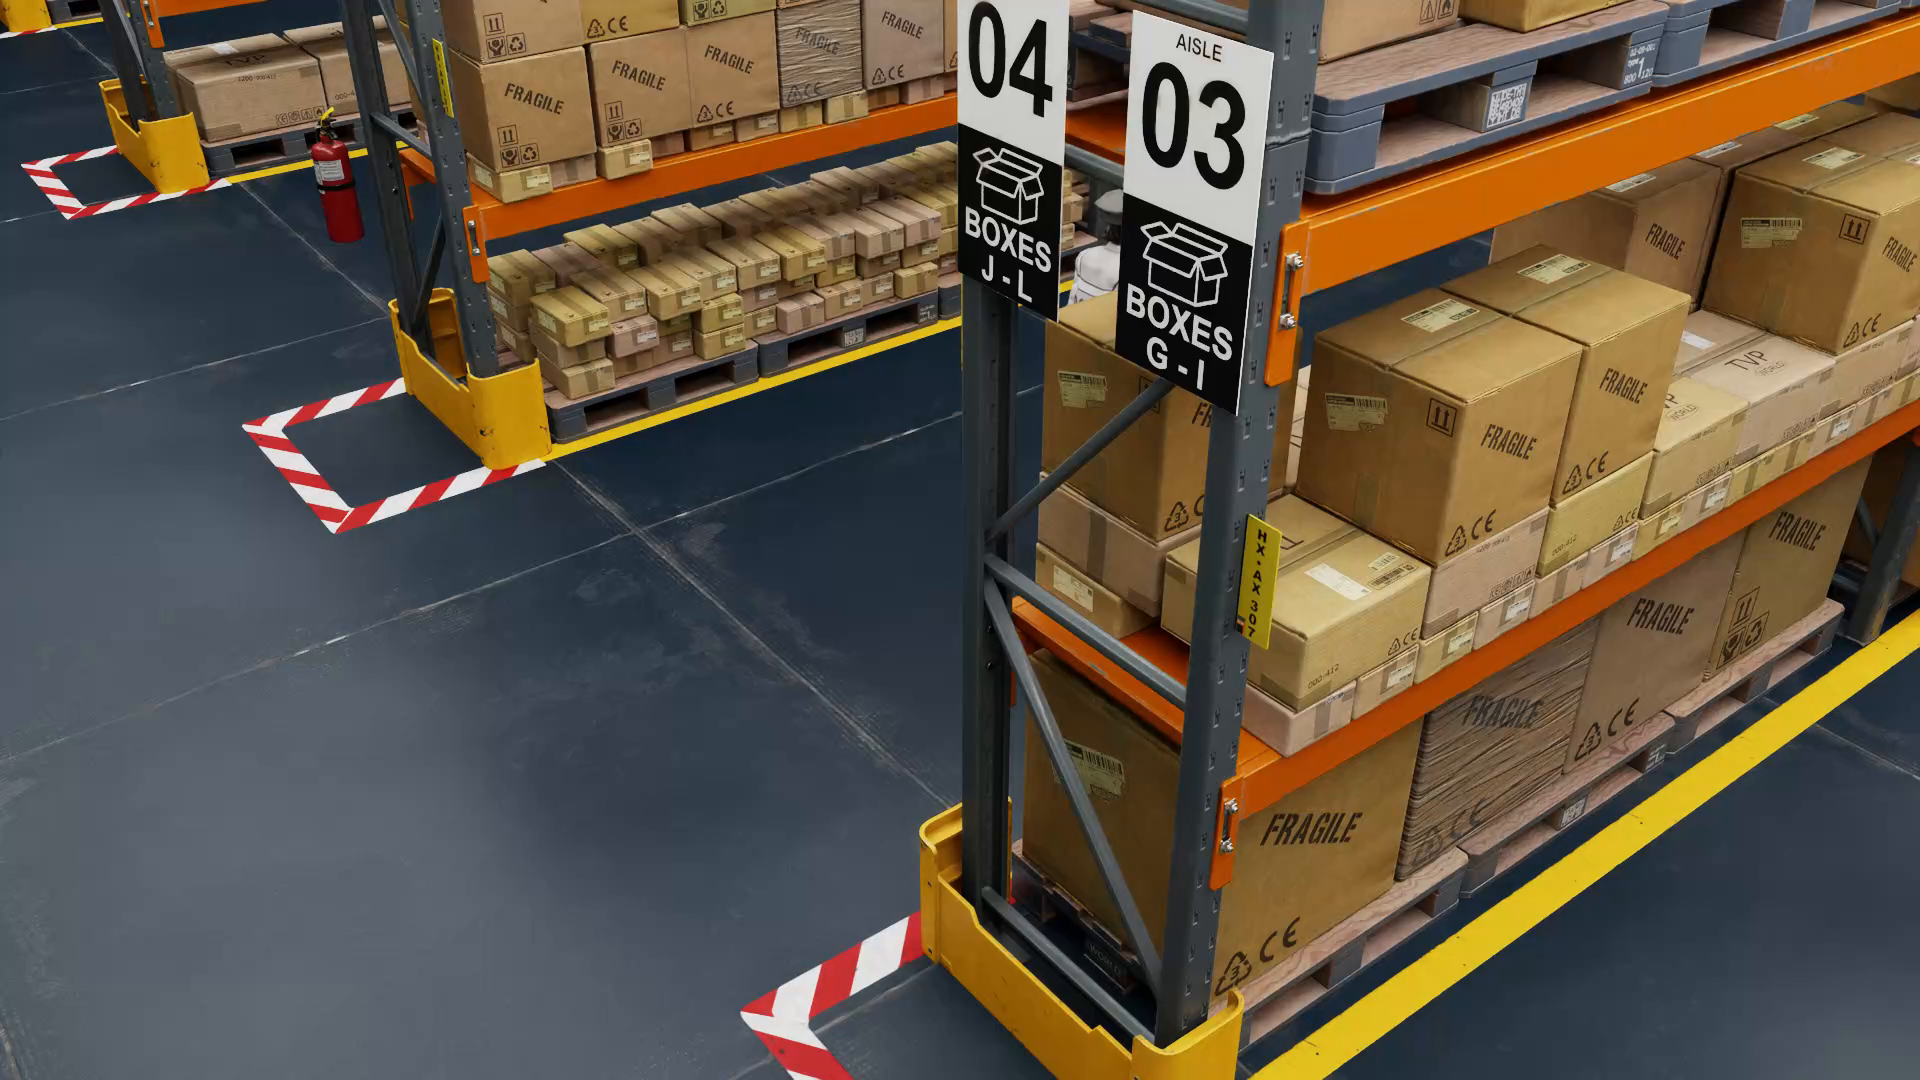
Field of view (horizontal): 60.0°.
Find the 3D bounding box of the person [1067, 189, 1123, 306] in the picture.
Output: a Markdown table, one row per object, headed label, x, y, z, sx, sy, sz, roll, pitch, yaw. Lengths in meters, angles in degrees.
| label | x | y | z | sx | sy | sz | roll | pitch | yaw |
| --- | --- | --- | --- | --- | --- | --- | --- | --- | --- |
| person | 0.664 | -0.702 | 7.242 | 0.372 | 1.663 | 0.529 | -22 | 39 | -31 |
